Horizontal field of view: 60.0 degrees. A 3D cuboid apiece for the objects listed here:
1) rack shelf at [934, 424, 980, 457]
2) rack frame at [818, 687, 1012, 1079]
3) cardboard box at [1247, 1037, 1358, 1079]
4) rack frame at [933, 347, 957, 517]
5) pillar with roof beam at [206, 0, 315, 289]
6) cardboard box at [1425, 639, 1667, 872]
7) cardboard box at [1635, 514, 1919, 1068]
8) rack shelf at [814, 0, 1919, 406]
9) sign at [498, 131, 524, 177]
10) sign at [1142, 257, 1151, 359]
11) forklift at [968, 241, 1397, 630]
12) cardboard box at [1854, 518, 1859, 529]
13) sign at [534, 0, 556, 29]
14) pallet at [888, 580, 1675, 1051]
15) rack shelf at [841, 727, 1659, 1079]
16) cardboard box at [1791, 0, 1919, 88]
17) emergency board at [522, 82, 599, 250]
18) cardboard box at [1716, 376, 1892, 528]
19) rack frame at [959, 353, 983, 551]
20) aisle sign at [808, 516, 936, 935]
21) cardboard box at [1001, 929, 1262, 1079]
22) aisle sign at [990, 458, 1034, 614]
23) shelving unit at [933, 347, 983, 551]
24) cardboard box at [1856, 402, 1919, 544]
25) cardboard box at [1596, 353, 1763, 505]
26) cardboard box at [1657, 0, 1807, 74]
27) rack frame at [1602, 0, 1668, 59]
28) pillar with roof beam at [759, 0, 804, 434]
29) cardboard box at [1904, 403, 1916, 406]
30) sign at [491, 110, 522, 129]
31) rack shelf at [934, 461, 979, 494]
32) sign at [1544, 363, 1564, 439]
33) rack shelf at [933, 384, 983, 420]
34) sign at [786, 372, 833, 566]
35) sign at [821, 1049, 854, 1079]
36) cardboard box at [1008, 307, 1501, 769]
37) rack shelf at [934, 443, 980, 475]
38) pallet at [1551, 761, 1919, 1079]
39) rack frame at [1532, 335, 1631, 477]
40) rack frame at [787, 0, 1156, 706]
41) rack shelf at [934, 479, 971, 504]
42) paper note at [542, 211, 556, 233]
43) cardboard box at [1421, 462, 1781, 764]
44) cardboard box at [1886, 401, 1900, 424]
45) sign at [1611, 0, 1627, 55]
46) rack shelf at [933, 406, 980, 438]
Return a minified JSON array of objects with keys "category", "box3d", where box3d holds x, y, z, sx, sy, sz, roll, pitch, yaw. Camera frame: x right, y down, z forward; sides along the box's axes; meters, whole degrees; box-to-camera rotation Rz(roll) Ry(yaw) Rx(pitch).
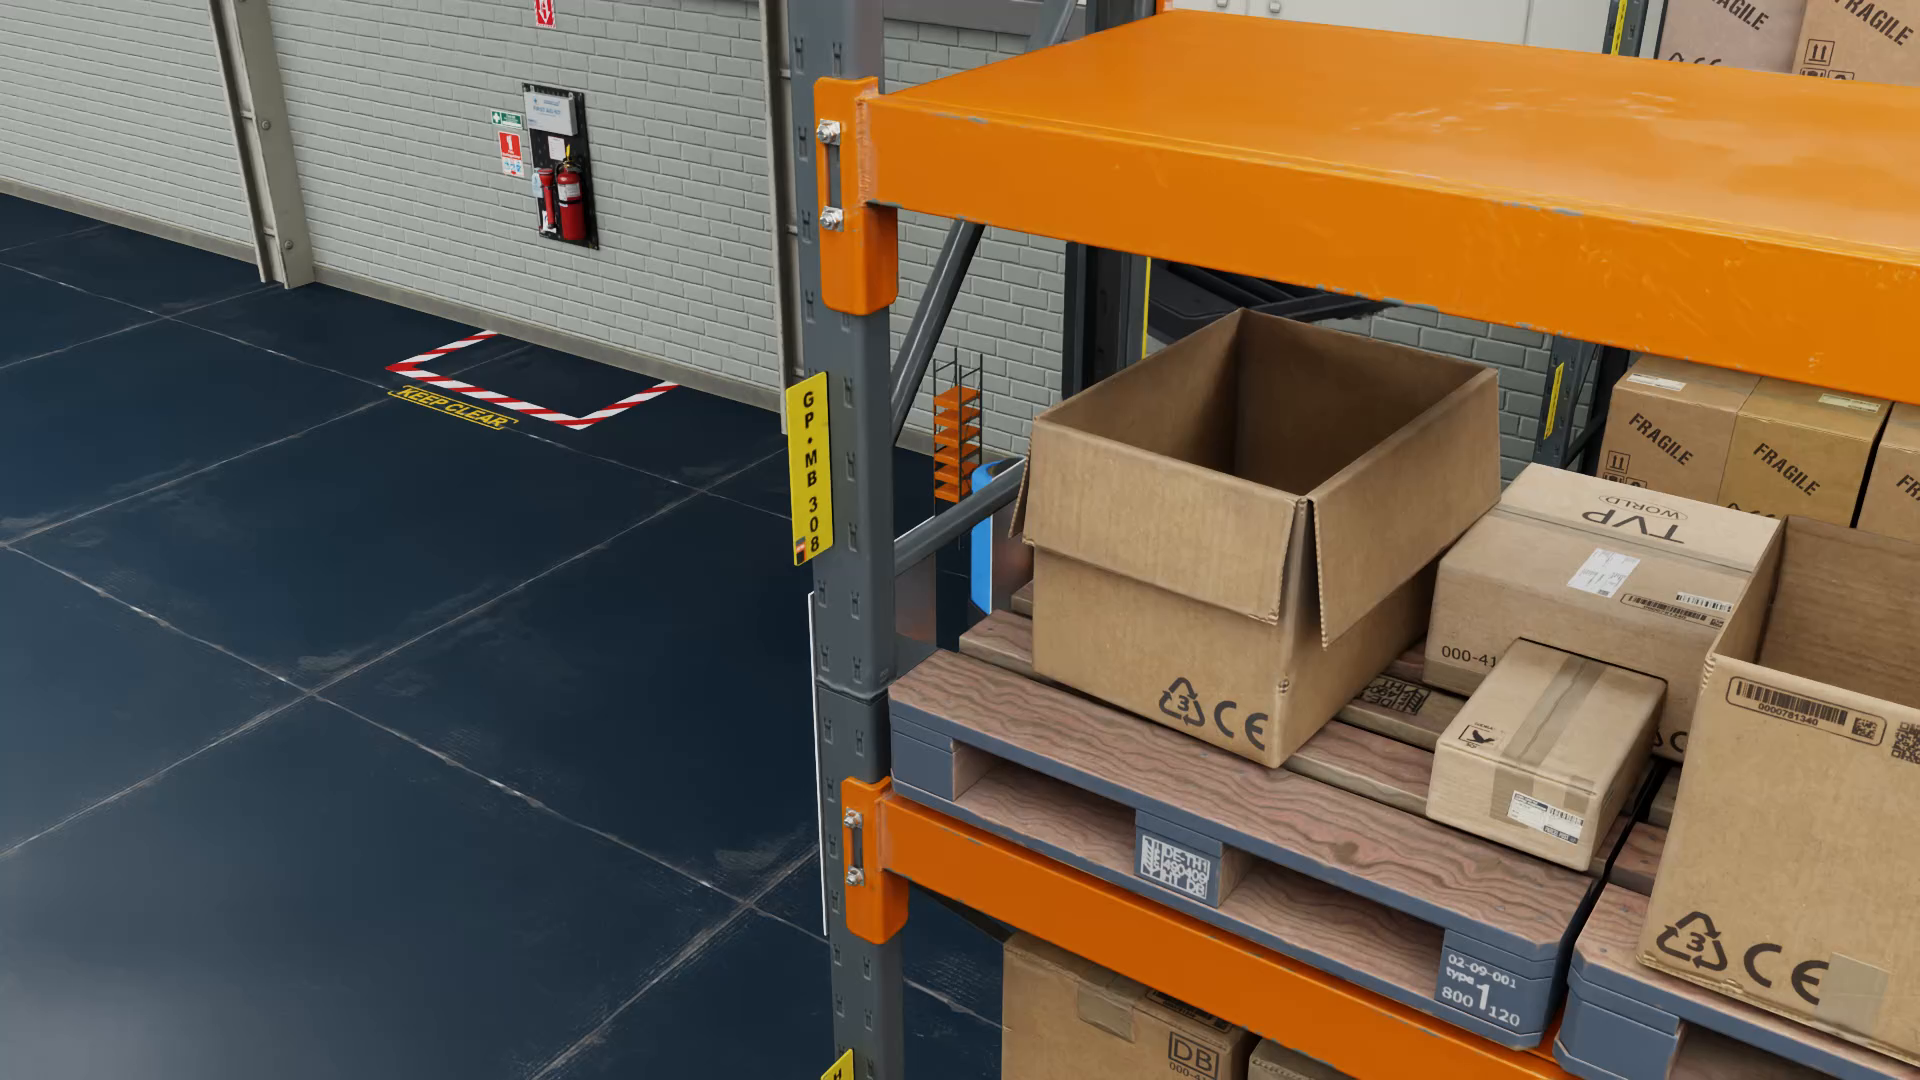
[{"category":"rack shelf","box3d":[-0.012,-0.606,9.951,0.180,0.103,0.258,17,32,30]},{"category":"rack frame","box3d":[0.065,1.438,4.118,0.127,3.000,1.000,17,32,30]},{"category":"cardboard box","box3d":[0.923,1.086,3.268,0.500,0.500,0.700,16,31,29]},{"category":"rack frame","box3d":[-0.087,-0.562,10.031,0.006,1.200,0.240,17,32,30]},{"category":"pillar with roof beam","box3d":[-8.395,-4.705,9.573,0.400,9.000,9.100,17,32,30]},{"category":"cardboard box","box3d":[0.935,0.331,2.645,0.250,0.149,0.380,17,32,30]},{"category":"cardboard box","box3d":[1.280,0.335,2.249,0.500,0.500,0.500,17,32,30]},{"category":"rack shelf","box3d":[1.714,-0.224,2.002,4.000,0.370,1.077,17,32,30]},{"category":"sign","box3d":[-3.425,-2.945,12.691,0.234,0.329,0.001,17,32,30]},{"category":"sign","box3d":[0.384,-0.458,3.646,0.005,0.325,0.100,17,32,30]},{"category":"forklift","box3d":[1.157,-0.236,7.482,1.130,2.935,3.031,-13,30,-24]},{"category":"cardboard box","box3d":[3.526,0.015,7.058,0.500,0.250,0.500,16,31,29]},{"category":"sign","box3d":[-2.978,-3.821,11.895,0.199,0.298,0.001,17,32,30]},{"category":"pallet","box3d":[0.634,0.331,3.082,1.213,0.211,1.003,17,32,30]},{"category":"rack shelf","box3d":[1.714,0.935,2.592,4.000,0.370,1.077,17,32,30]},{"category":"cardboard box","box3d":[3.432,-1.914,6.162,0.500,0.500,0.500,17,31,30]},{"category":"emergency board","box3d":[-3.027,-2.749,12.344,0.643,1.169,0.194,17,32,30]},{"category":"cardboard box","box3d":[3.492,-0.326,6.900,0.500,0.500,0.500,17,32,30]},{"category":"rack frame","box3d":[0.063,-0.515,9.939,0.006,1.200,0.240,17,32,30]},{"category":"aisle sign","box3d":[-0.162,0.377,3.337,0.004,0.787,0.394,17,32,30]},{"category":"cardboard box","box3d":[0.487,0.953,3.530,0.500,0.500,0.700,17,32,30]},{"category":"aisle sign","box3d":[0.178,0.152,3.777,0.004,0.787,0.394,17,32,30]},{"category":"shelving unit","box3d":[-0.012,-0.538,9.985,0.189,1.200,0.258,17,32,30]},{"category":"cardboard box","box3d":[3.914,-0.191,6.635,0.500,0.500,0.500,16,31,29]},{"category":"cardboard box","box3d":[3.090,-0.457,7.157,0.500,0.500,0.500,17,32,30]},{"category":"cardboard box","box3d":[3.047,-2.062,6.452,0.500,0.500,0.500,15,31,27]},{"category":"rack frame","box3d":[2.867,-3.089,6.398,0.127,3.000,1.000,17,32,30]},{"category":"pillar with roof beam","box3d":[-3.449,-3.164,6.546,0.400,9.000,9.100,17,32,30]},{"category":"cardboard box","box3d":[4.214,-0.386,7.018,0.500,0.500,0.500,16,31,29]},{"category":"sign","box3d":[-3.426,-3.177,12.561,0.331,0.109,0.001,17,32,30]},{"category":"rack shelf","box3d":[-0.012,-0.392,10.060,0.180,0.103,0.258,17,32,30]},{"category":"sign","box3d":[2.560,-0.598,7.164,0.005,0.325,0.100,17,32,30]},{"category":"rack shelf","box3d":[-0.012,-0.820,9.842,0.180,0.103,0.258,17,32,30]},{"category":"sign","box3d":[-0.254,-0.118,2.817,0.005,0.325,0.100,17,32,30]},{"category":"sign","box3d":[-0.254,1.222,3.499,0.005,0.325,0.100,17,32,30]},{"category":"cardboard box","box3d":[0.537,-0.046,2.994,0.637,0.503,0.797,20,33,34]},{"category":"rack shelf","box3d":[-0.012,-0.499,10.005,0.180,0.103,0.258,17,32,30]},{"category":"pallet","box3d":[1.643,0.644,2.467,1.213,0.211,1.003,17,32,30]},{"category":"rack frame","box3d":[2.867,-0.415,7.759,0.127,3.000,1.000,17,32,30]},{"category":"rack frame","box3d":[0.065,-1.236,2.757,0.127,3.000,1.000,17,32,30]},{"category":"rack shelf","box3d":[-0.012,-0.285,10.114,0.180,0.103,0.258,17,32,30]},{"category":"paper note","box3d":[-3.134,-2.427,12.684,0.142,0.148,0.016,17,32,30]},{"category":"cardboard box","box3d":[1.164,0.115,2.957,0.500,0.250,0.500,17,32,30]},{"category":"cardboard box","box3d":[3.785,-0.517,7.276,0.500,0.500,0.500,18,32,31]},{"category":"sign","box3d":[2.560,-1.939,6.482,0.005,0.325,0.100,17,32,30]},{"category":"rack shelf","box3d":[-0.012,-0.713,9.896,0.180,0.103,0.258,17,32,30]}]
